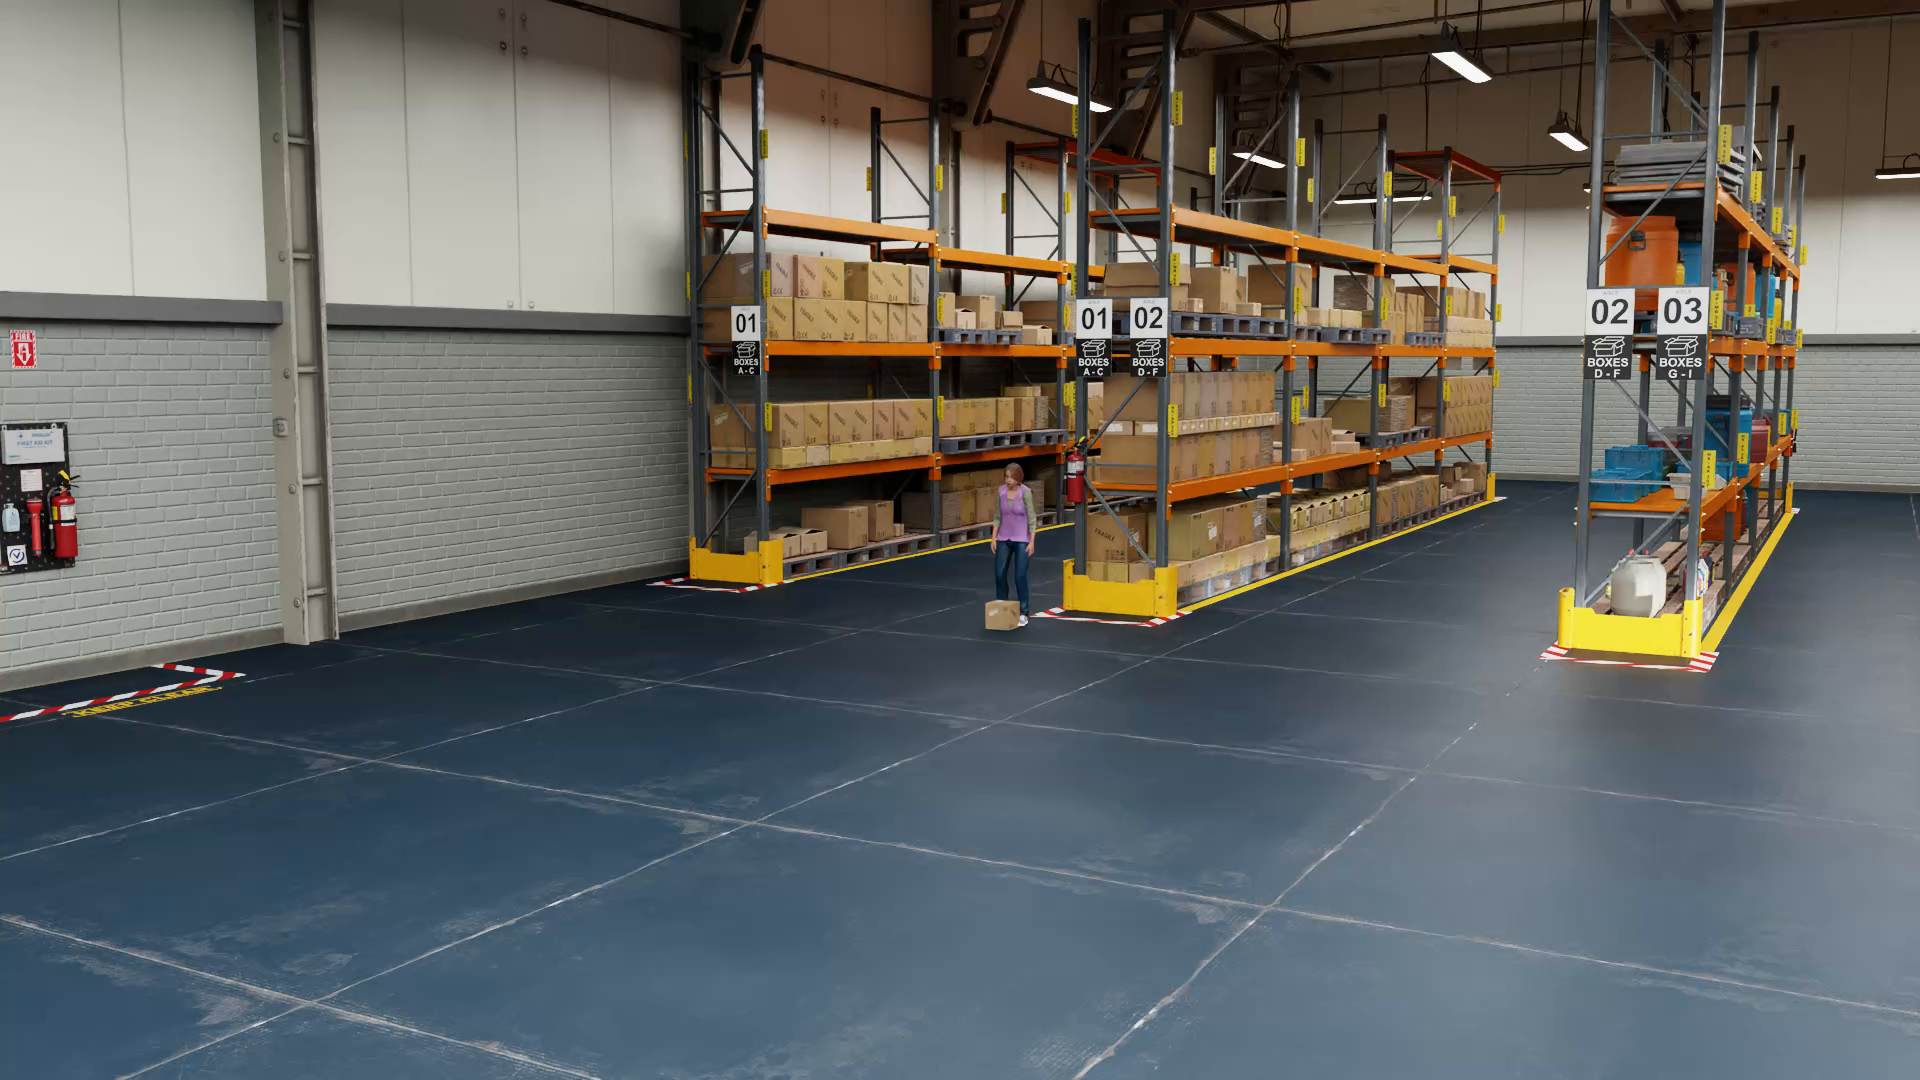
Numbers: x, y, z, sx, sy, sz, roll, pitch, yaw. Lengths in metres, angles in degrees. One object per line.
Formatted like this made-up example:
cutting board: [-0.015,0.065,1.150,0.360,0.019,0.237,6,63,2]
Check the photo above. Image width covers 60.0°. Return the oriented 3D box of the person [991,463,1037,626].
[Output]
person: [0.518,0.038,16.224,0.472,1.592,0.347,3,7,26]
